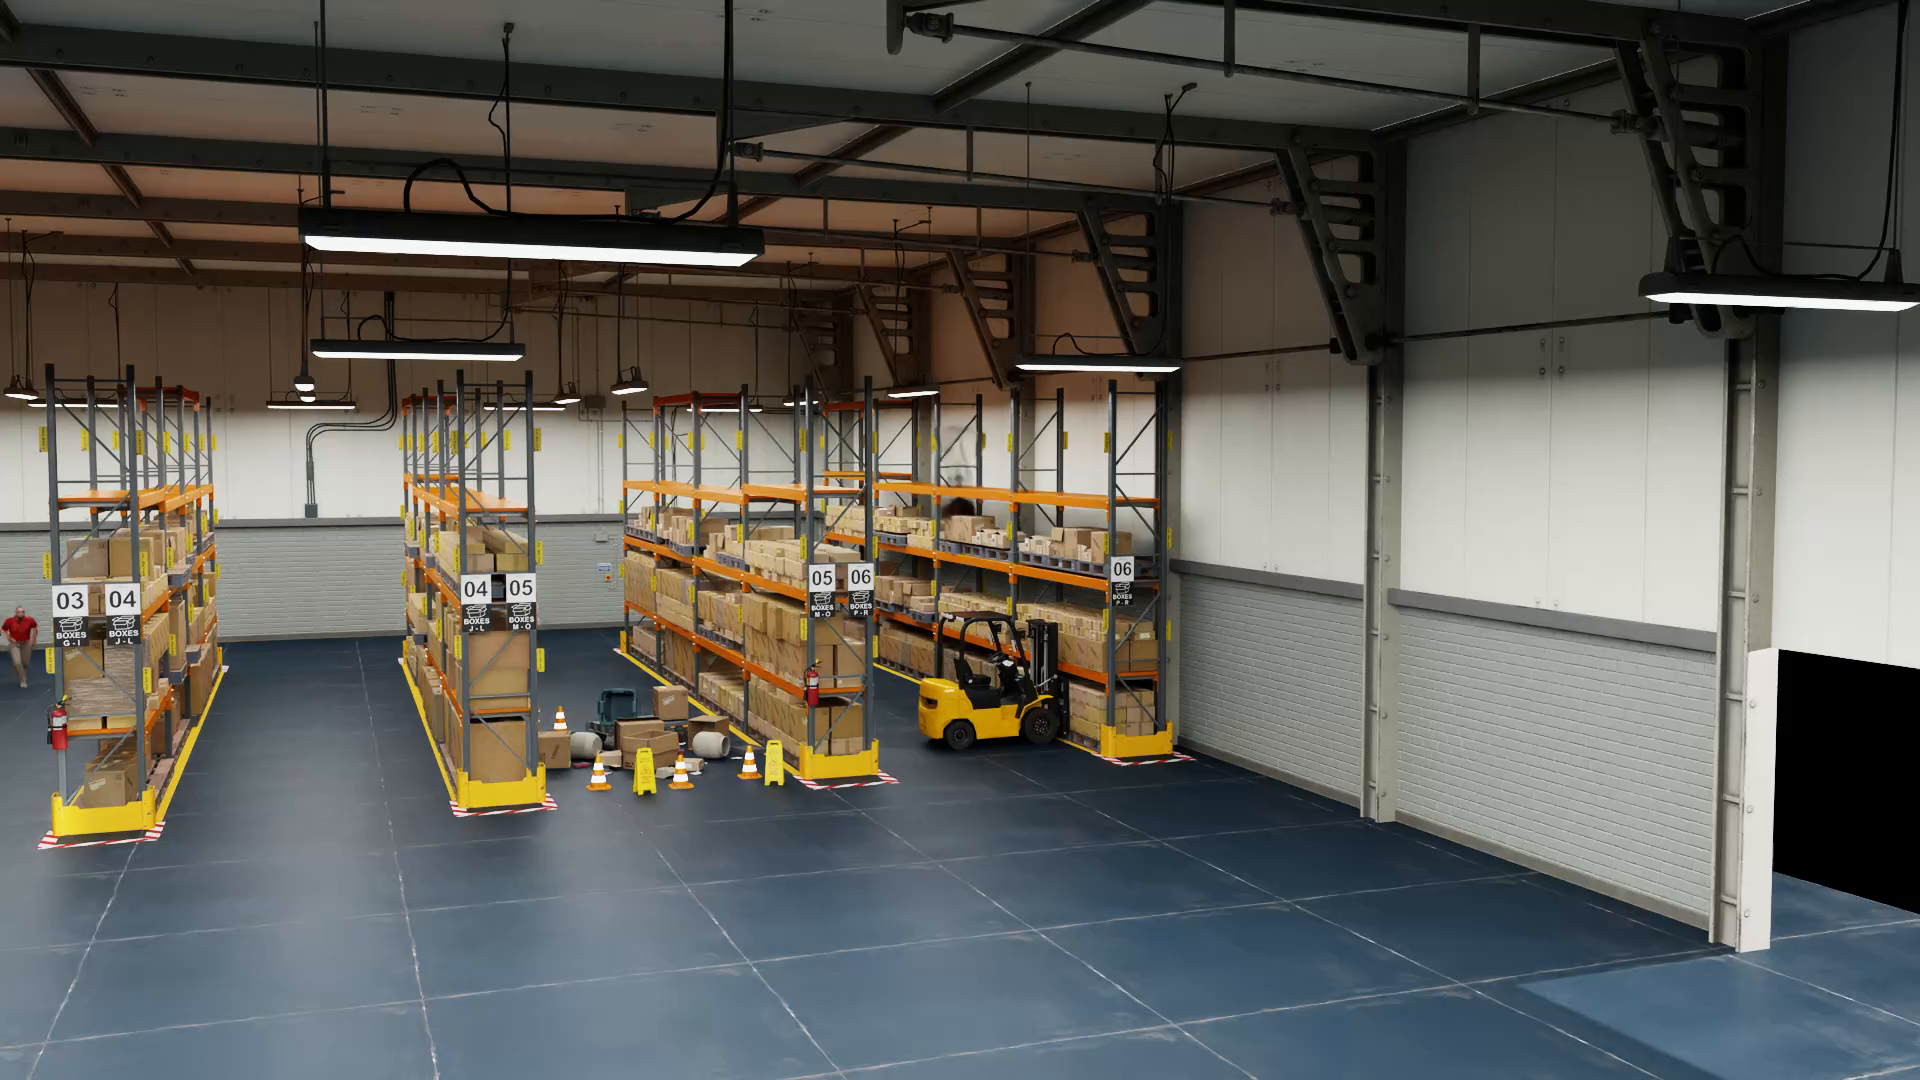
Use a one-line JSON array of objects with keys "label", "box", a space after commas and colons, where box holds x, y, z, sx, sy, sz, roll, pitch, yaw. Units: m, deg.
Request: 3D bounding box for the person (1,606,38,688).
[{"label": "person", "box": [-19.344, 2.181, 34.222, 0.663, 1.681, 0.780, -2, 4, -30]}]
